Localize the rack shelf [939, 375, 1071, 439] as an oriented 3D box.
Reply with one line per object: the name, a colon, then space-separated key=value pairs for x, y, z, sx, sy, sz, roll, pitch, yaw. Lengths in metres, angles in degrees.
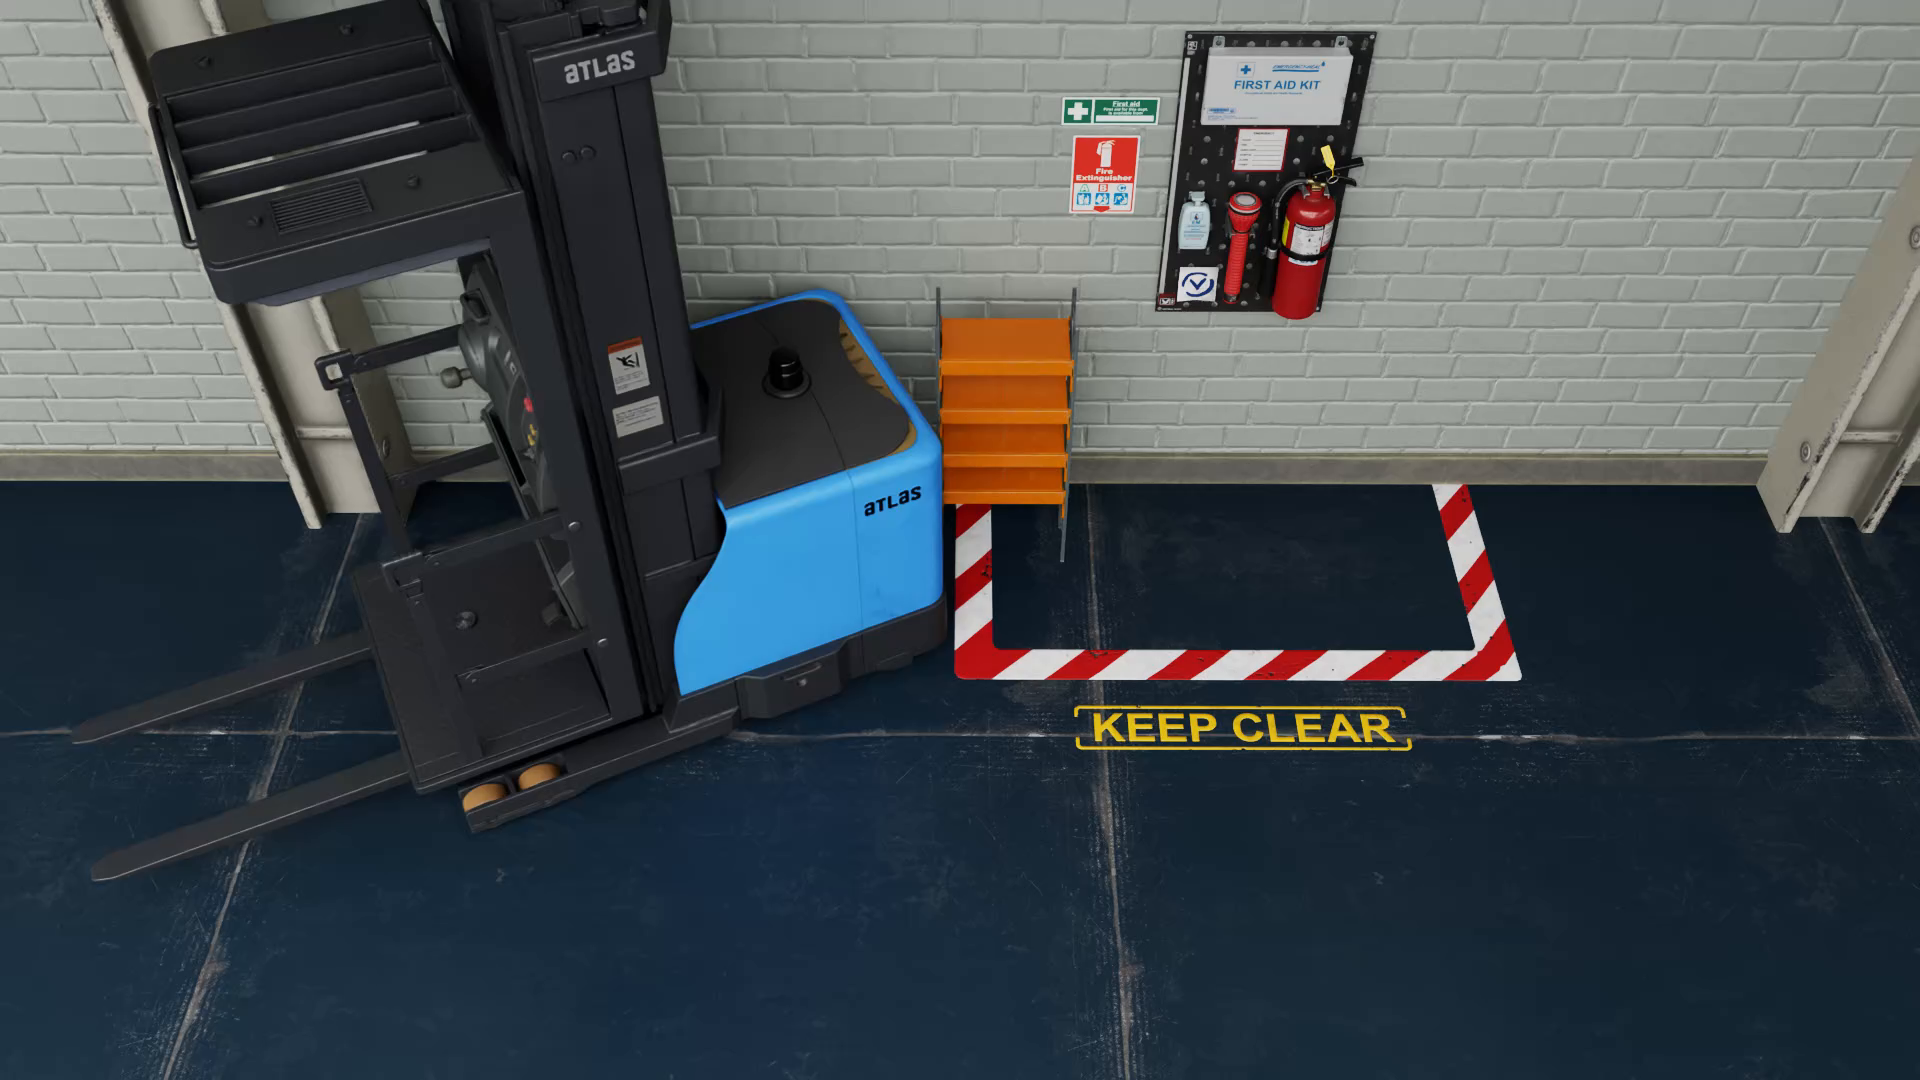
rack shelf: x=0.166 y=-0.515 z=6.196 sx=0.480 sy=0.148 sz=0.258 roll=0 pitch=47 yaw=0

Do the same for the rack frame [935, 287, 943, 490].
rack frame: x=-0.078 y=-0.409 z=6.311 sx=0.015 sy=1.200 sz=0.240 roll=0 pitch=47 yaw=0

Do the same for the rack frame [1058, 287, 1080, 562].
rack frame: x=0.410 y=-0.408 z=6.310 sx=0.015 sy=1.200 sz=0.240 roll=0 pitch=47 yaw=0

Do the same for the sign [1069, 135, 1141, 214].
sign: x=0.509 y=-1.289 z=5.877 sx=0.234 sy=0.329 sz=0.001 roll=0 pitch=47 yaw=0

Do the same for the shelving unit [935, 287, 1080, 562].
shelving unit: x=0.166 y=-0.408 z=6.310 sx=0.503 sy=1.200 sz=0.258 roll=0 pitch=47 yaw=0

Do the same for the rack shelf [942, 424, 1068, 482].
rack shelf: x=0.166 y=-0.362 z=6.360 sx=0.480 sy=0.148 sz=0.258 roll=0 pitch=47 yaw=0

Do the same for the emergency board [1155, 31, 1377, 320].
emergency board: x=1.062 y=-1.200 z=5.818 sx=0.643 sy=1.169 sz=0.194 roll=0 pitch=47 yaw=0

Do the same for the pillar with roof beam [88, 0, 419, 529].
pillar with roof beam: x=-2.483 y=-0.075 z=0.672 sx=0.400 sy=9.000 sz=9.100 roll=0 pitch=47 yaw=0

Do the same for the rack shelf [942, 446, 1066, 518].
rack shelf: x=0.166 y=-0.227 z=6.505 sx=0.480 sy=0.148 sz=0.258 roll=0 pitch=47 yaw=0

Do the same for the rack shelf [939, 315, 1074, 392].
rack shelf: x=0.166 y=-0.676 z=6.023 sx=0.480 sy=0.148 sz=0.258 roll=0 pitch=47 yaw=0

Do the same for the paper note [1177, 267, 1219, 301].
paper note: x=0.885 y=-0.951 z=6.188 sx=0.142 sy=0.148 sz=0.016 roll=0 pitch=47 yaw=0

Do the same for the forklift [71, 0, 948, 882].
forklift: x=-1.604 y=-0.435 z=5.153 sx=3.031 sy=2.935 sz=1.130 roll=-19 pitch=50 yaw=-17

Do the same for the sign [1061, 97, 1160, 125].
sign: x=0.514 y=-1.463 z=5.677 sx=0.331 sy=0.109 sz=0.001 roll=0 pitch=47 yaw=0

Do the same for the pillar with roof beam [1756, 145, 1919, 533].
pillar with roof beam: x=3.517 y=-0.058 z=0.657 sx=0.400 sy=9.000 sz=9.100 roll=0 pitch=47 yaw=0
